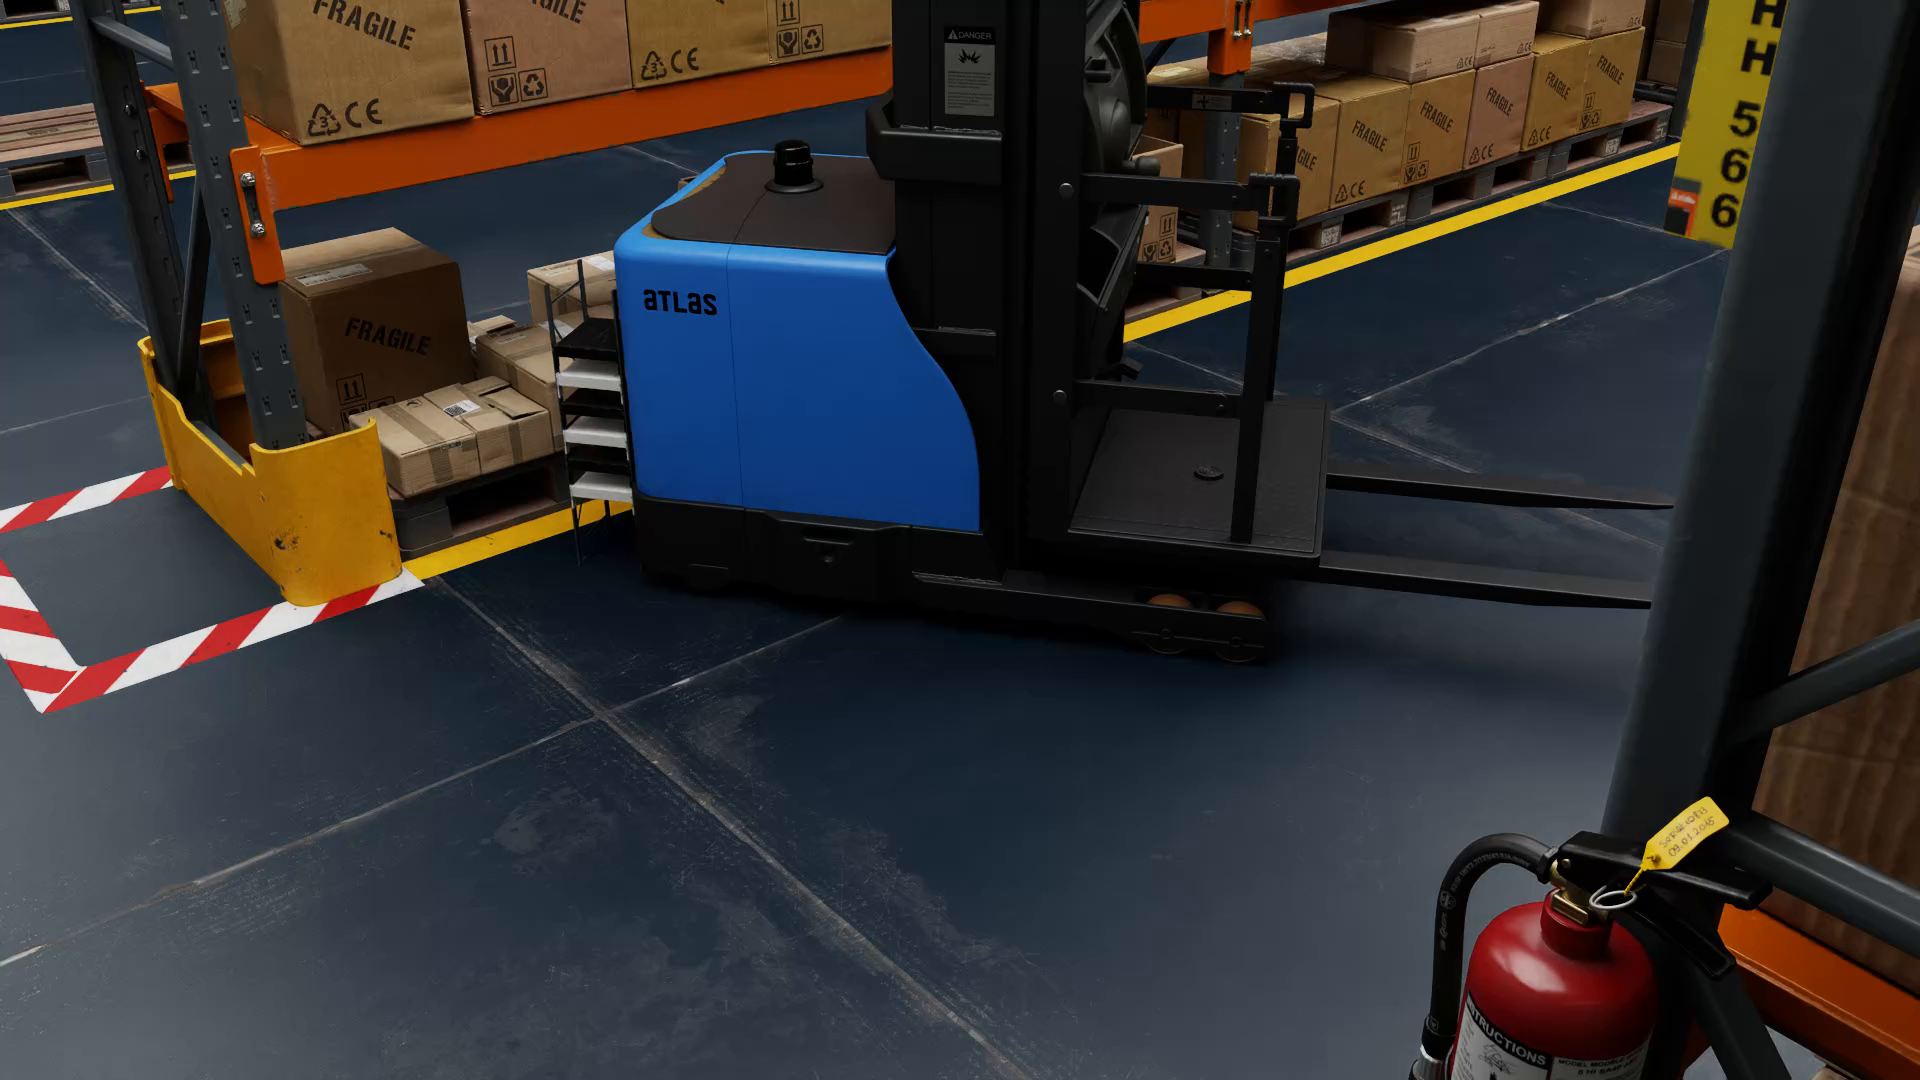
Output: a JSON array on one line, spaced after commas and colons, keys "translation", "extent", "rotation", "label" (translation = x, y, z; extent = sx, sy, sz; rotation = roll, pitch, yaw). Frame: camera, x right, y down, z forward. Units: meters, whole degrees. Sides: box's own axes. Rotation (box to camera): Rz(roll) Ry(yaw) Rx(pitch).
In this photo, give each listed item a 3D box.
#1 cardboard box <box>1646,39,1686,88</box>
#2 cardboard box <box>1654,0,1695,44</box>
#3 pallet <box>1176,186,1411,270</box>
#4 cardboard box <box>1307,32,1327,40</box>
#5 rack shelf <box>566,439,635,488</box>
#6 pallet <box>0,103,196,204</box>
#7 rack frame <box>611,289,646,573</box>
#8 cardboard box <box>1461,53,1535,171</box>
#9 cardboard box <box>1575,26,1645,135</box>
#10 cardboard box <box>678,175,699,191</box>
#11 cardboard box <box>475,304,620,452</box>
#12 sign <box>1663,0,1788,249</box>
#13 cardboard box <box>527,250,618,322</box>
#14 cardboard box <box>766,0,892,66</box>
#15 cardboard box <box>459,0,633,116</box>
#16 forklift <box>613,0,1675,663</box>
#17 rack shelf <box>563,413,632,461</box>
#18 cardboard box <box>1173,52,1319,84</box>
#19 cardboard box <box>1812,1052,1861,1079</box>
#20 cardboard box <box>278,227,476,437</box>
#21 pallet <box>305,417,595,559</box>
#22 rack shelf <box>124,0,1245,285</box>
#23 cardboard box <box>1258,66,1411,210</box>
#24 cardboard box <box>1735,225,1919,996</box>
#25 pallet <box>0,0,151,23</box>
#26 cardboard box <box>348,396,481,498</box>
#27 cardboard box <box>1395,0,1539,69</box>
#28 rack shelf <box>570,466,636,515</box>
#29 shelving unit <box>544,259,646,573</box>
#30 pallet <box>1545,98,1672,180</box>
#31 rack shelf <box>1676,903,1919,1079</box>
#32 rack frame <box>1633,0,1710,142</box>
[{"translation": [4.436, -2.827, 9.829], "extent": [0.500, 0.250, 0.500], "rotation": [-22, 35, -35], "label": "cardboard box"}, {"translation": [4.436, -3.074, 9.697], "extent": [0.500, 0.311, 0.500], "rotation": [-21, 34, -33], "label": "cardboard box"}, {"translation": [1.398, -1.608, 8.036], "extent": [1.213, 0.211, 1.003], "rotation": [-22, 35, -35], "label": "pallet"}, {"translation": [2.142, -2.379, 8.705], "extent": [0.500, 0.500, 0.500], "rotation": [-23, 36, -37], "label": "cardboard box"}, {"translation": [-1.043, -0.255, 5.033], "extent": [0.200, 0.077, 0.258], "rotation": [6, 29, 12], "label": "rack shelf"}, {"translation": [-4.799, -2.138, 9.027], "extent": [1.213, 0.211, 1.003], "rotation": [-22, 35, -35], "label": "pallet"}, {"translation": [-0.944, -0.353, 4.955], "extent": [0.006, 0.900, 0.240], "rotation": [6, 29, 12], "label": "rack frame"}, {"translation": [2.499, -2.200, 8.369], "extent": [0.500, 0.500, 0.500], "rotation": [-23, 36, -37], "label": "cardboard box"}, {"translation": [3.288, -2.521, 8.970], "extent": [0.500, 0.500, 0.500], "rotation": [-20, 34, -33], "label": "cardboard box"}, {"translation": [-0.622, -1.092, 6.293], "extent": [0.637, 0.503, 0.797], "rotation": [-22, 35, -35], "label": "cardboard box"}, {"translation": [-1.261, -0.551, 5.549], "extent": [0.500, 0.250, 0.500], "rotation": [-22, 35, -35], "label": "cardboard box"}, {"translation": [0.637, -0.391, 1.320], "extent": [0.005, 0.325, 0.100], "rotation": [-22, 35, -35], "label": "sign"}, {"translation": [-1.243, -0.868, 6.142], "extent": [0.500, 0.250, 0.500], "rotation": [-22, 35, -35], "label": "cardboard box"}, {"translation": [-0.576, -1.902, 5.521], "extent": [0.500, 0.500, 0.500], "rotation": [-21, 35, -34], "label": "cardboard box"}, {"translation": [-1.341, -1.597, 4.950], "extent": [0.500, 0.500, 0.500], "rotation": [-22, 35, -35], "label": "cardboard box"}, {"translation": [0.608, -1.228, 4.438], "extent": [3.031, 2.935, 1.130], "rotation": [6, 29, 11], "label": "forklift"}, {"translation": [-1.043, -0.334, 4.991], "extent": [0.200, 0.077, 0.258], "rotation": [6, 29, 12], "label": "rack shelf"}, {"translation": [1.375, -2.069, 8.125], "extent": [0.500, 0.500, 0.500], "rotation": [-22, 35, -35], "label": "cardboard box"}, {"translation": [1.426, 0.699, 2.277], "extent": [0.250, 0.149, 0.380], "rotation": [-22, 35, -35], "label": "cardboard box"}, {"translation": [-1.985, -0.698, 5.560], "extent": [0.500, 0.500, 0.500], "rotation": [-22, 35, -35], "label": "cardboard box"}, {"translation": [-1.575, -0.390, 5.756], "extent": [1.213, 0.211, 1.003], "rotation": [-22, 35, -35], "label": "pallet"}, {"translation": [-0.717, -1.647, 5.912], "extent": [4.000, 0.370, 1.077], "rotation": [-22, 35, -35], "label": "rack shelf"}, {"translation": [1.729, -1.895, 7.799], "extent": [0.500, 0.500, 0.500], "rotation": [-21, 35, -34], "label": "cardboard box"}, {"translation": [1.361, 0.131, 1.504], "extent": [0.700, 0.700, 0.980], "rotation": [-20, 34, -33], "label": "cardboard box"}, {"translation": [-7.181, -4.319, 13.109], "extent": [1.213, 0.211, 1.003], "rotation": [-22, 35, -35], "label": "pallet"}, {"translation": [-1.697, -0.294, 5.175], "extent": [0.250, 0.149, 0.380], "rotation": [-22, 35, -35], "label": "cardboard box"}, {"translation": [2.472, -2.518, 8.170], "extent": [0.500, 0.250, 0.500], "rotation": [-23, 36, -36], "label": "cardboard box"}, {"translation": [-1.043, -0.175, 5.076], "extent": [0.200, 0.077, 0.258], "rotation": [6, 29, 12], "label": "rack shelf"}, {"translation": [-1.043, -0.363, 4.975], "extent": [0.210, 0.900, 0.258], "rotation": [6, 29, 12], "label": "shelving unit"}, {"translation": [3.254, -2.355, 9.433], "extent": [1.213, 0.211, 1.003], "rotation": [-22, 35, -35], "label": "pallet"}, {"translation": [2.501, 0.128, 2.591], "extent": [4.000, 0.370, 1.077], "rotation": [-22, 35, -35], "label": "rack shelf"}, {"translation": [3.847, -3.800, 9.177], "extent": [0.127, 3.000, 1.000], "rotation": [-22, 35, -35], "label": "rack frame"}]
